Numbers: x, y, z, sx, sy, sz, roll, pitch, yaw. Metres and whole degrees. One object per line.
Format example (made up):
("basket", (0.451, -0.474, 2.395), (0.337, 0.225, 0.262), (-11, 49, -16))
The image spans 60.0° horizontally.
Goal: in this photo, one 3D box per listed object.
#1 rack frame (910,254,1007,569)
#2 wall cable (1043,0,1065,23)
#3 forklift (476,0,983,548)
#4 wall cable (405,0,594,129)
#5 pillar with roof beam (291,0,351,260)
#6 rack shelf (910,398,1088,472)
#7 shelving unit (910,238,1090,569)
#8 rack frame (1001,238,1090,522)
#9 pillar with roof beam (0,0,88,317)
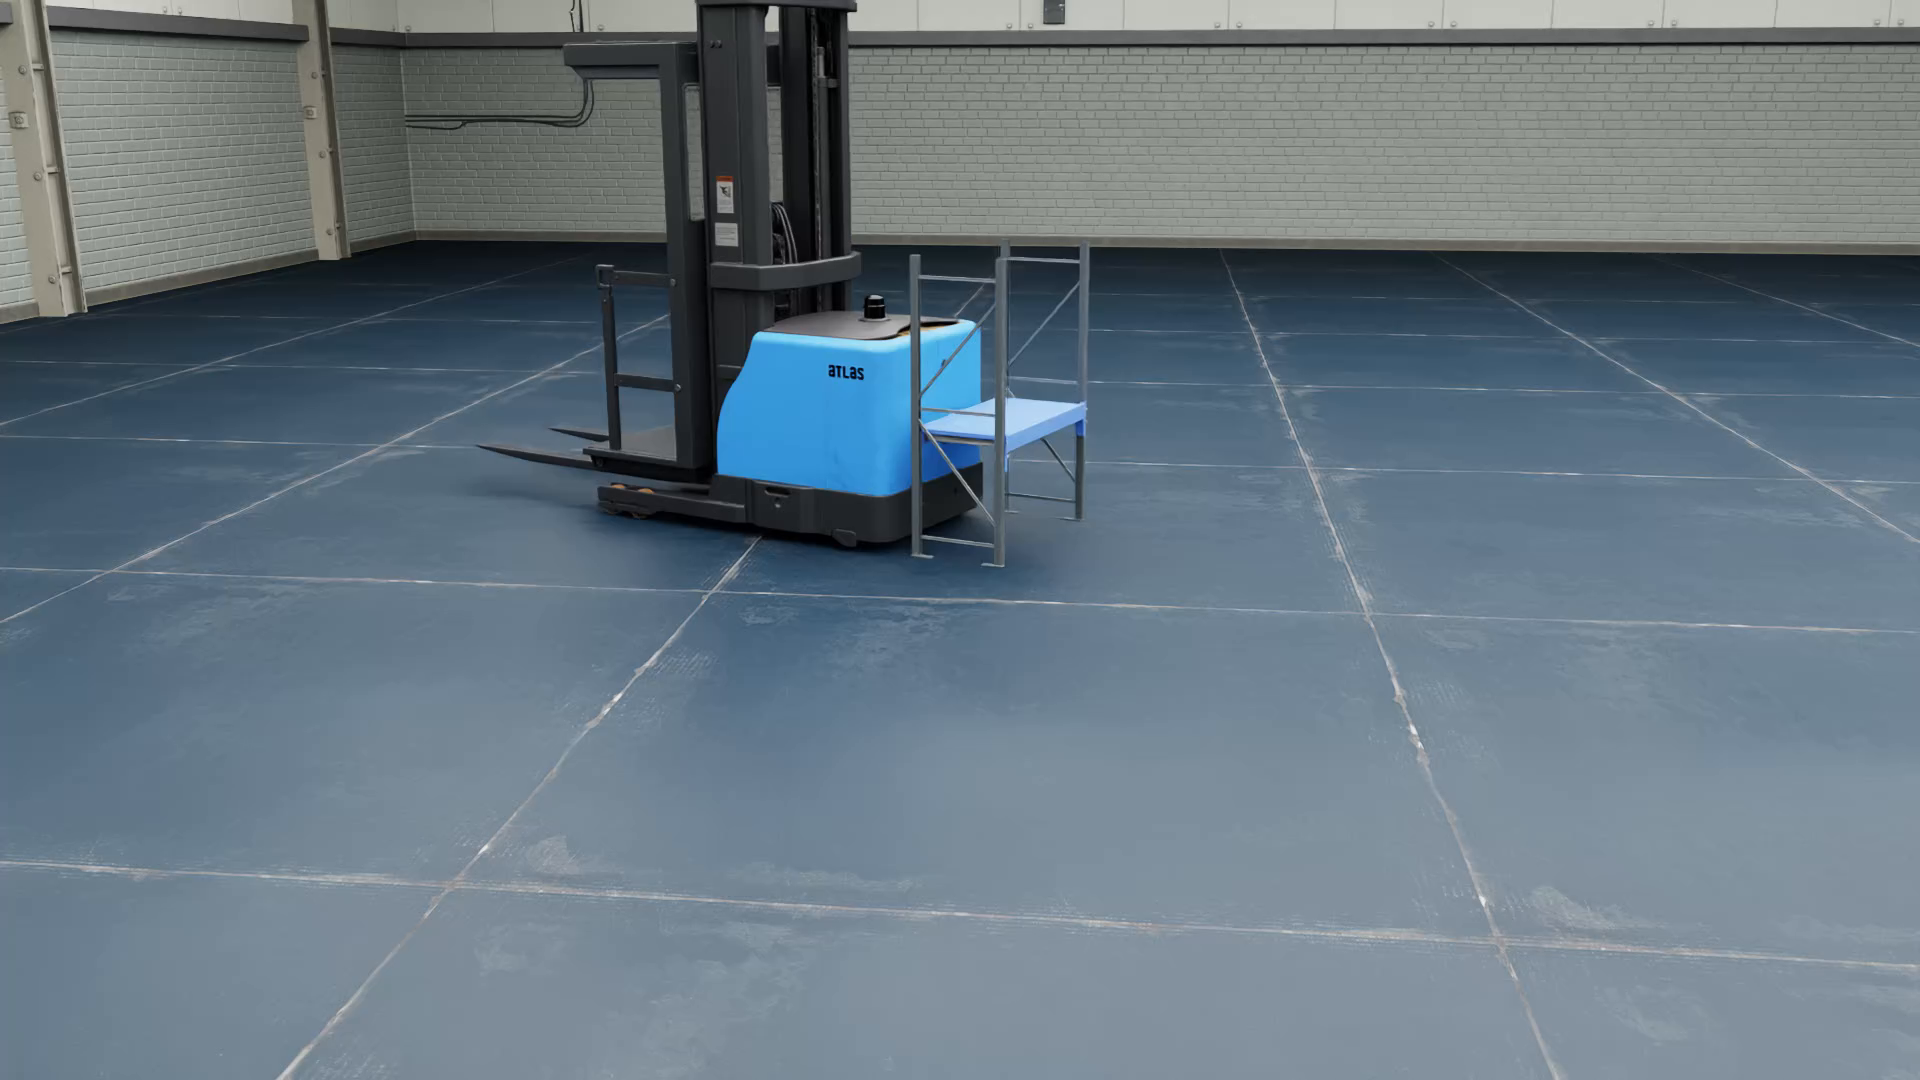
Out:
("rack frame", (-0.011, -0.617, 8.069), (0.500, 1.500, 0.032), (7, 17, 26))
("wall cable", (2.355, -10.351, 23.186), (2.305, 6.003, 0.169), (2, 15, 6))
("forklift", (-1.407, -1.639, 9.107), (3.031, 2.935, 1.130), (9, 17, 29))
("wall cable", (-7.076, -7.494, 25.084), (3.097, 2.526, 0.112), (2, 15, 6))
("pillar with roof beam", (-4.444, -8.141, 21.528), (9.100, 9.000, 0.400), (2, 15, 6))
("rack shelf", (0.217, -0.562, 8.555), (0.538, 0.185, 1.000), (7, 17, 26))
("shelving unit", (0.217, -0.735, 8.508), (0.538, 1.500, 1.048), (7, 17, 26))
("rack frame", (0.446, -0.854, 8.946), (0.500, 1.500, 0.032), (7, 17, 26))
("pillar with roof beam", (-5.121, -6.584, 15.773), (9.100, 9.000, 0.400), (2, 15, 6))
